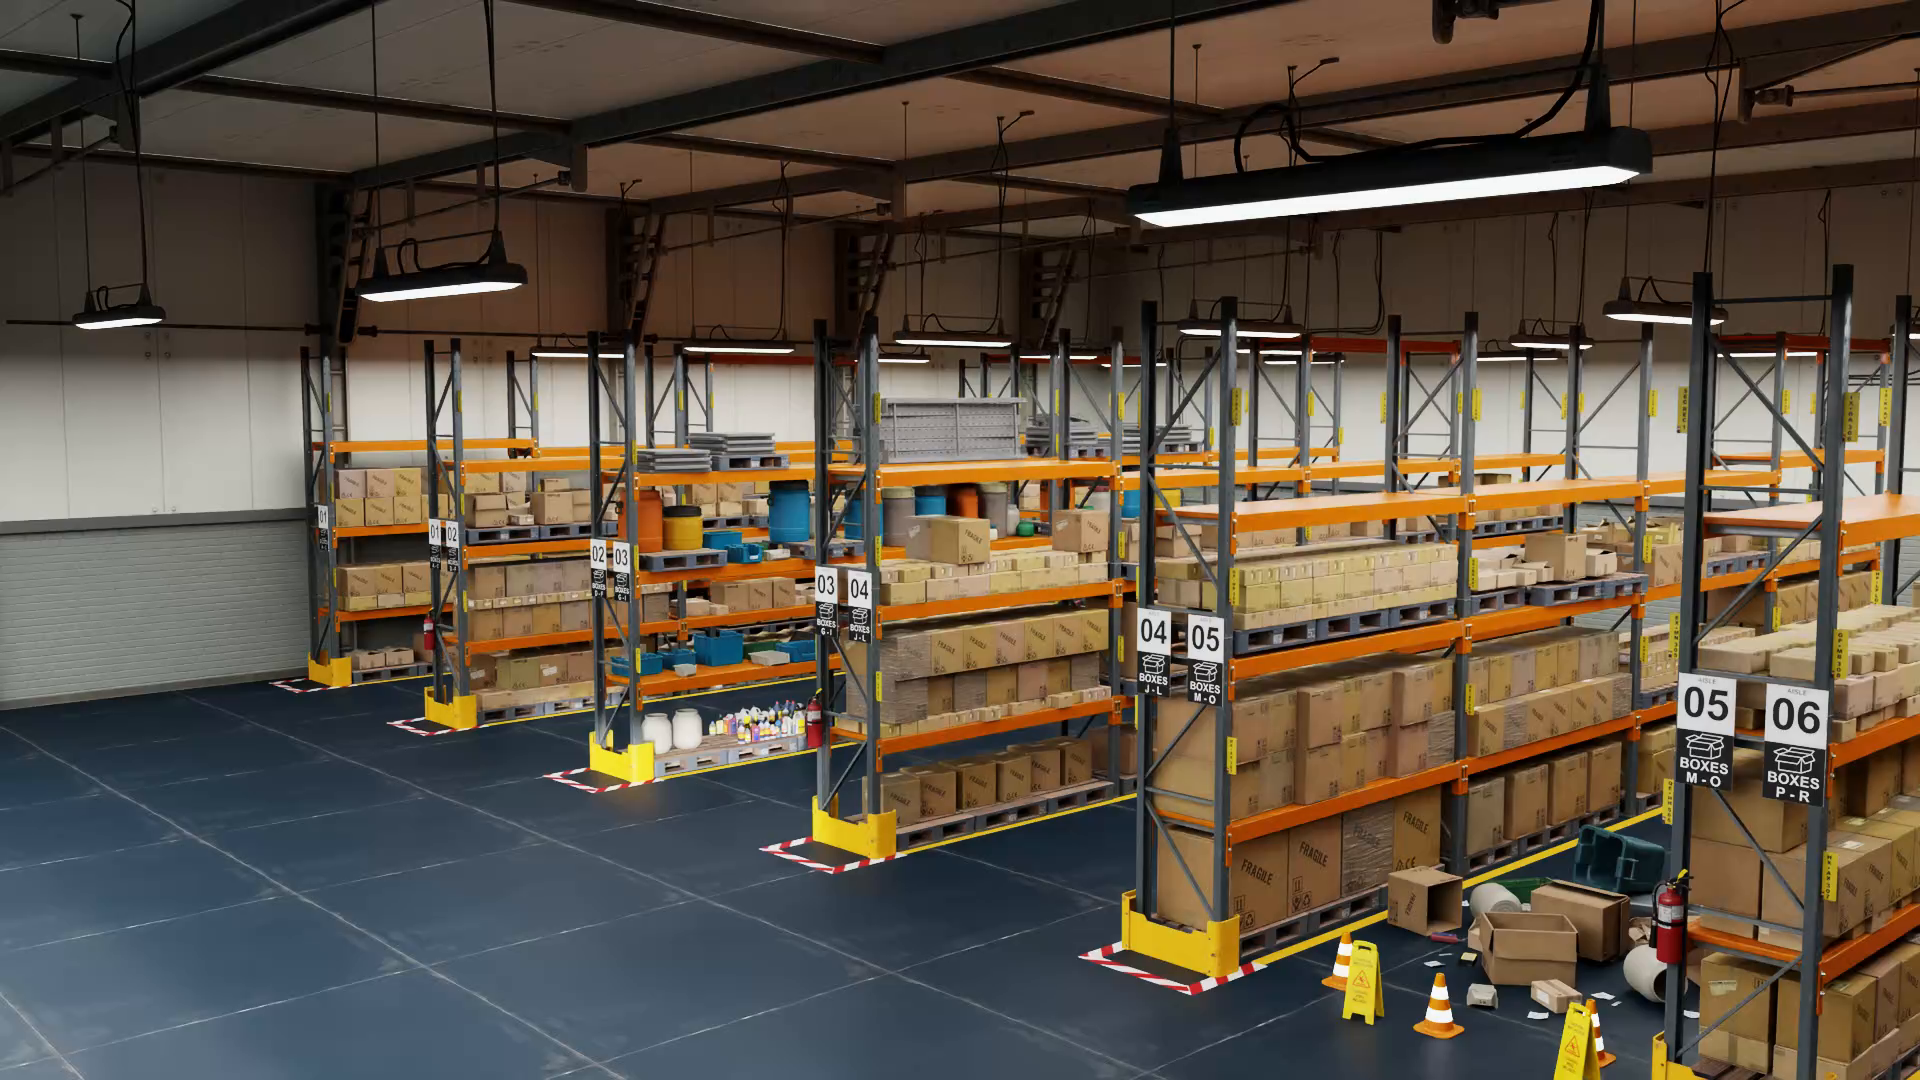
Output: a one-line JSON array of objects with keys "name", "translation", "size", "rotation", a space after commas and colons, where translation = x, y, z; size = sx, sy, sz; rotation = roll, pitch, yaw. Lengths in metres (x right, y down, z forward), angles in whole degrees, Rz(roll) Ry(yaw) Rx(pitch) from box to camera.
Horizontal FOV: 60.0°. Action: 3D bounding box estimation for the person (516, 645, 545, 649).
[{"name": "person", "translation": [-7.457, 1.736, 28.900], "size": [0.622, 1.795, 0.517], "rotation": [-2, 5, -22]}]
